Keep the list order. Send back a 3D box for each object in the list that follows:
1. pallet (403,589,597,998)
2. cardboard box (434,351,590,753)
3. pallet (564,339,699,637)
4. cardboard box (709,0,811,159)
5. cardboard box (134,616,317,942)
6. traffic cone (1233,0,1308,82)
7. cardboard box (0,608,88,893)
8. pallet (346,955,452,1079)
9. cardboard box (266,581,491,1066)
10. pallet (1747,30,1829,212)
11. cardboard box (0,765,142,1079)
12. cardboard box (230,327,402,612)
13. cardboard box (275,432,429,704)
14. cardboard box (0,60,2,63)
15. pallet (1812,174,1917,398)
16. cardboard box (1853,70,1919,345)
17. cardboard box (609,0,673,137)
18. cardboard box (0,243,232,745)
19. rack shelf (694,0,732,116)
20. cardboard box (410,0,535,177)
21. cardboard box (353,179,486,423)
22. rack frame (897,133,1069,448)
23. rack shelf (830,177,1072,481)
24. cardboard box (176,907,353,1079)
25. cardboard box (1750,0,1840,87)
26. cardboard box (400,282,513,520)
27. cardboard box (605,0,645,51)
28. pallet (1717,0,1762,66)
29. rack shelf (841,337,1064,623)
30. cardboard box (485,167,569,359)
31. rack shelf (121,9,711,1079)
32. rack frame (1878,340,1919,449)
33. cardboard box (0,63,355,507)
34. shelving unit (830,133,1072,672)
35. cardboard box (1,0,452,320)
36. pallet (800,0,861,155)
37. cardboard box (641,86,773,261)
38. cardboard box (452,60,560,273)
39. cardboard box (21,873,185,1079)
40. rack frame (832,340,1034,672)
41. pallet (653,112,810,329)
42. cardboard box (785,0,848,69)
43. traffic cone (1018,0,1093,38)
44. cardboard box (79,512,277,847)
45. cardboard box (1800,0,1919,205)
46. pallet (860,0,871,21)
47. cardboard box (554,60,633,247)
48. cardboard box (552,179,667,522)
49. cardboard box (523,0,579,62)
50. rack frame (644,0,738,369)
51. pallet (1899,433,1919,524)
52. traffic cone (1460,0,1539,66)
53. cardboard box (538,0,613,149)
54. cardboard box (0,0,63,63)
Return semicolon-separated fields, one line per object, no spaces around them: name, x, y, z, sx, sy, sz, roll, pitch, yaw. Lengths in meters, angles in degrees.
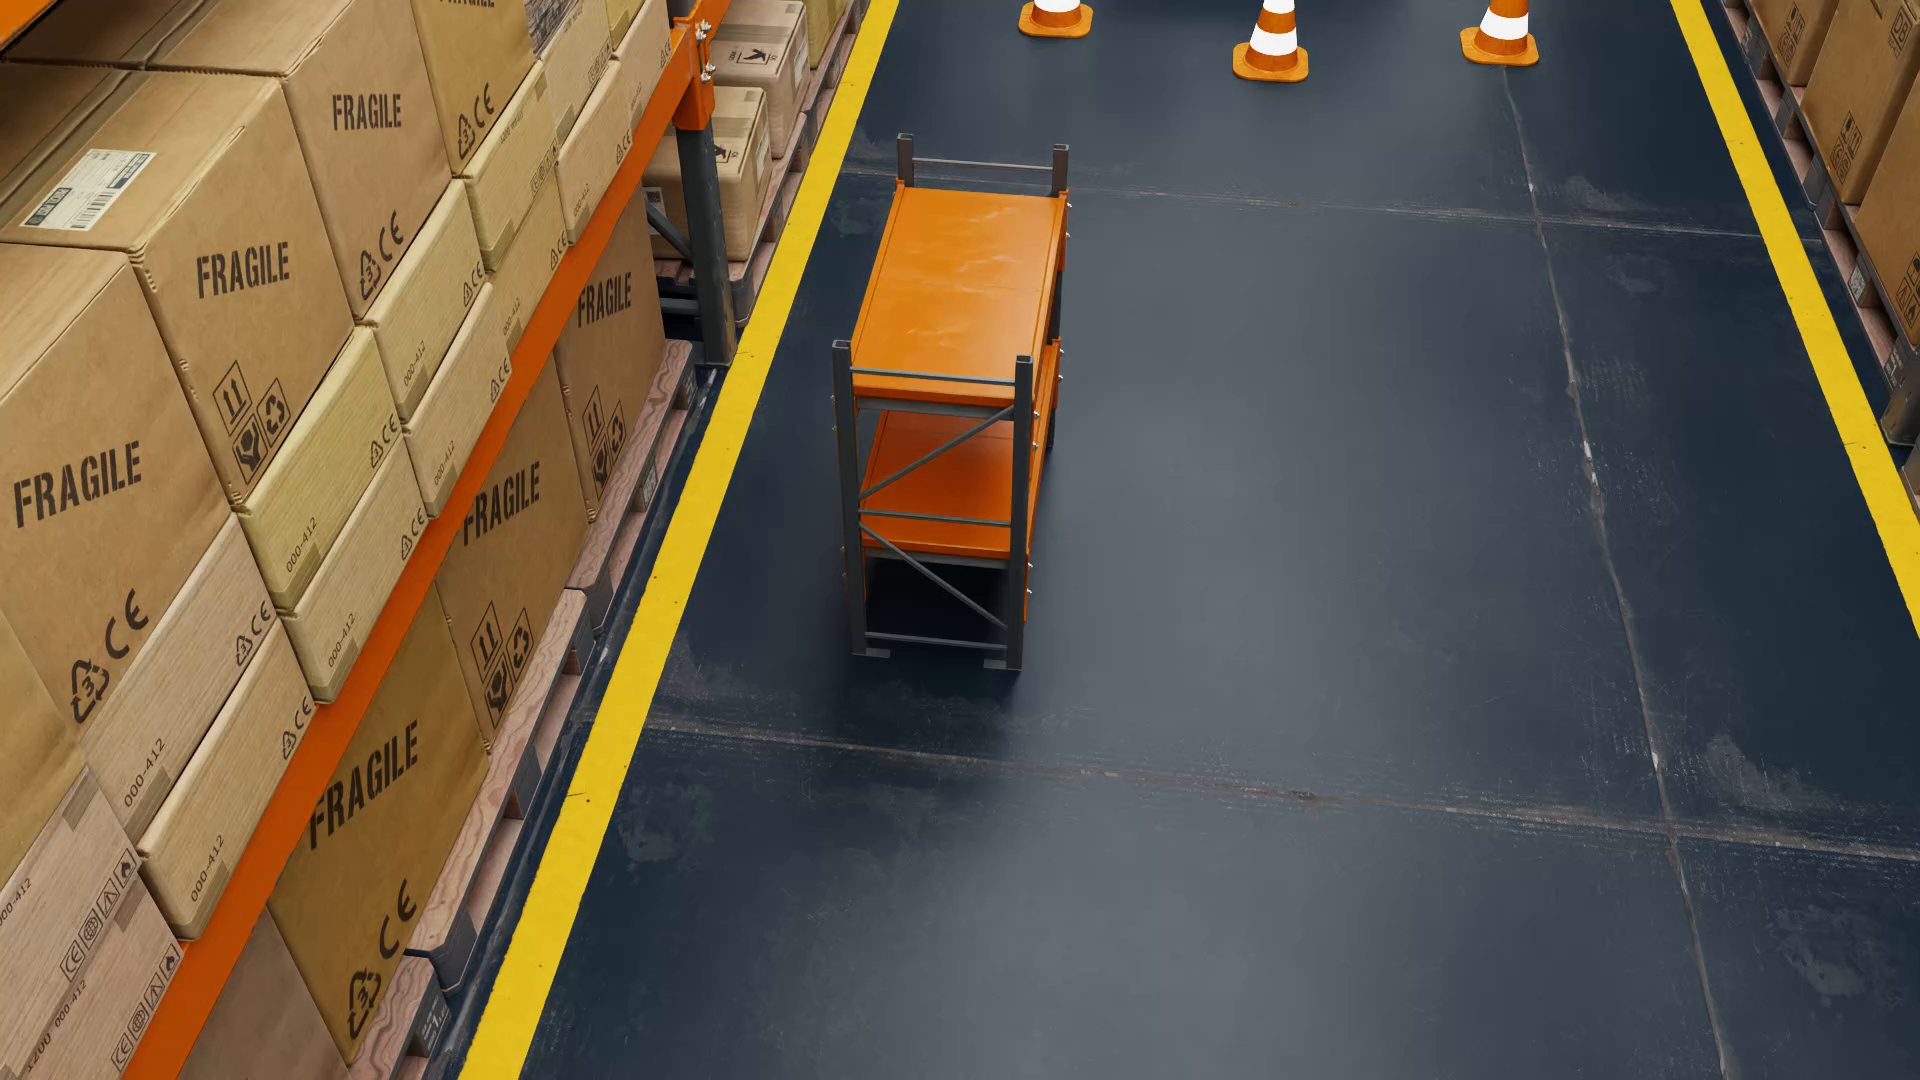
pallet;-1.644;0.591;4.473;1.003;0.211;1.213;5;44;6
cardboard box;-1.597;-0.092;4.405;0.875;0.875;0.875;6;44;6
pallet;-1.480;-0.238;5.348;1.003;0.211;1.213;5;44;6
cardboard box;-1.127;-1.867;6.646;0.950;0.372;0.625;4;44;5
cardboard box;-1.444;0.370;2.786;0.500;0.250;0.500;4;44;4
traffic cone;1.404;-2.325;7.369;0.336;0.463;0.334;5;44;6
cardboard box;-1.487;0.272;1.982;0.500;0.500;0.500;6;44;6
pallet;-1.803;1.425;3.592;1.003;0.211;1.213;5;44;6
cardboard box;-1.716;0.518;3.762;0.875;0.875;0.875;6;44;7
pallet;3.961;-1.747;6.942;1.003;0.211;1.213;5;44;6
cardboard box;-1.493;0.543;2.240;0.500;0.250;0.500;4;44;4
cardboard box;-1.358;-0.156;2.979;0.500;0.250;0.500;6;44;6
cardboard box;-1.360;0.023;3.154;0.500;0.250;0.500;5;44;5
cardboard box;-1.873;-0.479;2.774;0.500;0.500;0.500;6;44;7
pallet;3.797;-0.918;6.066;1.003;0.211;1.213;5;44;6
cardboard box;3.788;-1.143;5.606;1.050;0.750;0.750;5;44;5
cardboard box;-1.111;-1.359;4.612;0.500;0.250;0.500;4;44;4
cardboard box;-1.447;-0.078;2.350;0.500;0.500;0.500;5;44;5
rack shelf;-1.037;-2.883;6.637;1.077;0.370;4.000;5;44;6
cardboard box;-1.243;-1.116;3.447;0.500;0.500;0.500;5;44;6
cardboard box;-1.294;-0.501;3.343;0.500;0.250;0.500;4;44;4
rack frame;0.066;-0.750;5.224;0.500;1.125;0.032;5;44;6
rack shelf;-0.001;-0.616;4.657;0.538;0.278;1.000;5;44;6
cardboard box;-1.828;1.134;3.111;0.875;0.875;0.875;6;44;7
cardboard box;4.023;-2.374;6.906;1.050;0.750;0.750;5;44;6
cardboard box;-1.285;-0.317;3.512;0.500;0.250;0.500;5;44;5
cardboard box;-1.114;-1.555;4.456;0.500;0.250;0.500;5;44;5
pallet;4.120;-2.581;7.822;1.003;0.211;1.213;5;44;6
rack shelf;-0.001;-0.226;5.027;0.538;0.278;1.000;5;44;6
cardboard box;-1.246;-0.667;3.882;0.500;0.250;0.500;5;44;5
rack shelf;-1.566;-0.157;3.758;1.077;0.370;4.000;5;44;6
rack frame;3.618;-1.400;4.547;1.000;3.000;0.127;5;44;6
cardboard box;-1.379;-0.419;2.711;0.500;0.500;0.500;4;44;4
shelving unit;-0.001;-0.404;4.858;0.538;1.125;1.048;5;44;6
cardboard box;-1.317;-0.772;3.084;0.500;0.500;0.500;5;44;5
pallet;-1.033;-2.130;7.346;1.003;0.211;1.213;5;44;6
cardboard box;-1.217;-1.364;6.115;0.950;0.372;0.625;3;43;3
cardboard box;-1.225;-0.855;3.717;0.500;0.250;0.500;4;44;4
cardboard box;-1.511;0.723;2.414;0.500;0.250;0.500;4;44;5
rack frame;-0.068;-0.057;4.493;0.500;1.125;0.032;5;44;6
pallet;-1.197;-1.301;6.471;1.003;0.211;1.213;5;44;6
cardboard box;-1.021;-2.384;7.192;0.950;0.372;0.625;7;44;7
traffic cone;0.451;-2.614;7.674;0.336;0.463;0.334;5;44;6
cardboard box;-1.452;0.185;2.618;0.500;0.250;0.500;6;44;6
cardboard box;3.900;-1.739;6.236;1.050;0.750;0.750;6;44;6
pallet;-0.874;-2.964;8.227;1.003;0.211;1.213;5;44;6
cardboard box;-1.163;-1.009;4.243;0.500;0.250;0.500;6;44;6
cardboard box;-1.475;-0.699;5.047;0.875;0.875;0.875;5;44;5
cardboard box;-1.170;-1.454;3.804;0.500;0.500;0.500;6;44;6
rack frame;-1.302;-1.781;4.950;1.000;3.000;0.127;5;44;6
pallet;3.514;0.145;4.944;1.003;0.211;1.213;5;44;6
traffic cone;2.473;-2.429;7.478;0.336;0.463;0.334;5;44;6
cardboard box;-1.178;-1.206;4.087;0.500;0.250;0.500;4;44;4
cardboard box;-1.819;-0.833;3.148;0.500;0.500;0.500;6;44;6
